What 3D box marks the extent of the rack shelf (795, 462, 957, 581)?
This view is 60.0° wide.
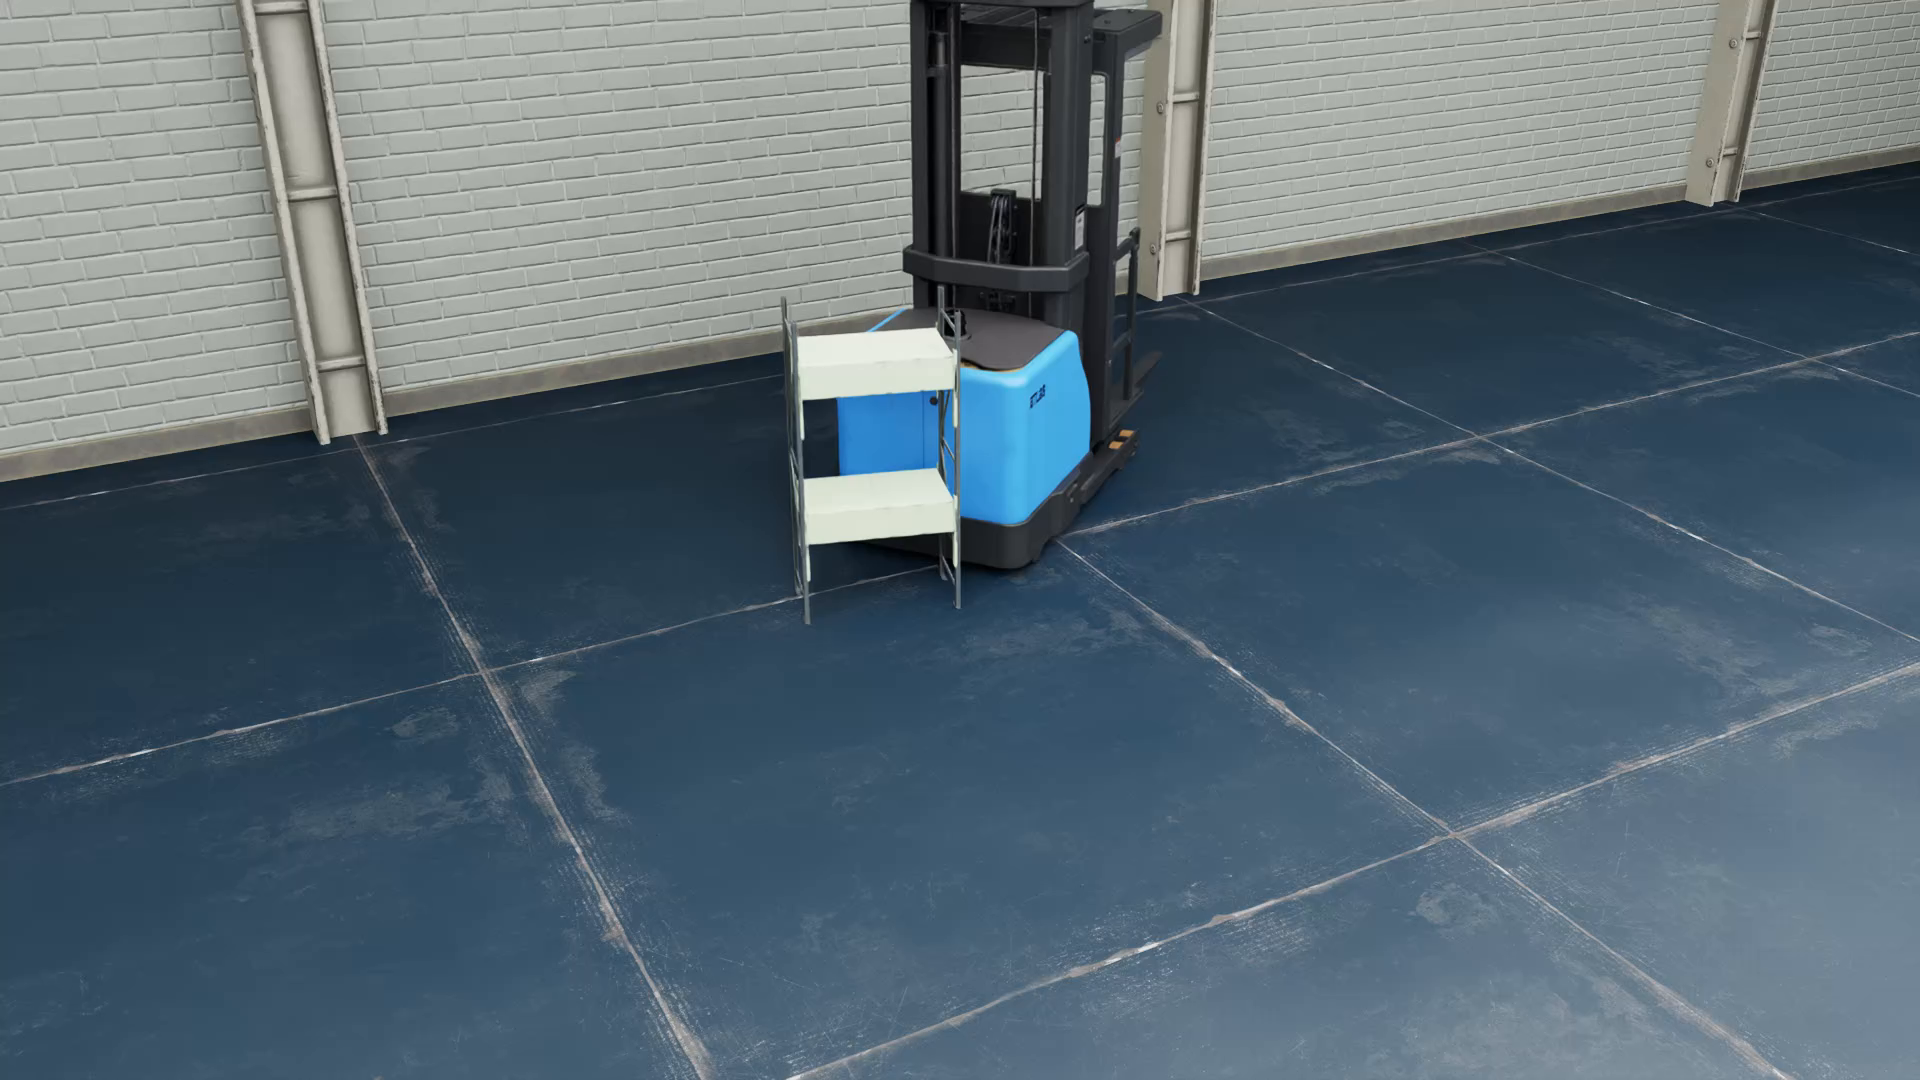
[{"bbox_3d":[-0.408,-0.093,7.963,0.720,0.370,0.431,-5,26,-11],"label":"rack shelf"}]

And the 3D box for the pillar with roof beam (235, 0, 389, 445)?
[{"bbox_3d":[-1.692,-3.080,4.769,0.400,9.000,9.100,-13,29,-25],"label":"pillar with roof beam"}]

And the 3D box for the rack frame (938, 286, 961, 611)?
[{"bbox_3d":[-0.050,-0.420,7.893,0.023,1.500,0.400,-5,26,-11],"label":"rack frame"}]

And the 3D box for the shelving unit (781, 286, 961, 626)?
[{"bbox_3d":[-0.408,-0.387,7.822,0.755,1.500,0.431,-5,26,-11],"label":"shelving unit"}]

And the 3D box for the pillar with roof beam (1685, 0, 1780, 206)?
[{"bbox_3d":[8.896,-5.524,9.859,0.400,9.000,9.100,-13,29,-25],"label":"pillar with roof beam"}]

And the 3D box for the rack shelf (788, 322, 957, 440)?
[{"bbox_3d":[-0.408,-0.738,7.653,0.720,0.370,0.431,-5,26,-11],"label":"rack shelf"}]

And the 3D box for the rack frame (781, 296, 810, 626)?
[{"bbox_3d":[-0.765,-0.353,7.752,0.023,1.500,0.400,-5,26,-11],"label":"rack frame"}]

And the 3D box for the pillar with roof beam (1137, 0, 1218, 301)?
[{"bbox_3d":[3.602,-4.302,7.314,0.400,9.000,9.100,-13,29,-25],"label":"pillar with roof beam"}]

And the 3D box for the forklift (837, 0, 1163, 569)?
[{"bbox_3d":[0.409,-1.789,9.090,1.130,2.935,3.031,10,28,21],"label":"forklift"}]
